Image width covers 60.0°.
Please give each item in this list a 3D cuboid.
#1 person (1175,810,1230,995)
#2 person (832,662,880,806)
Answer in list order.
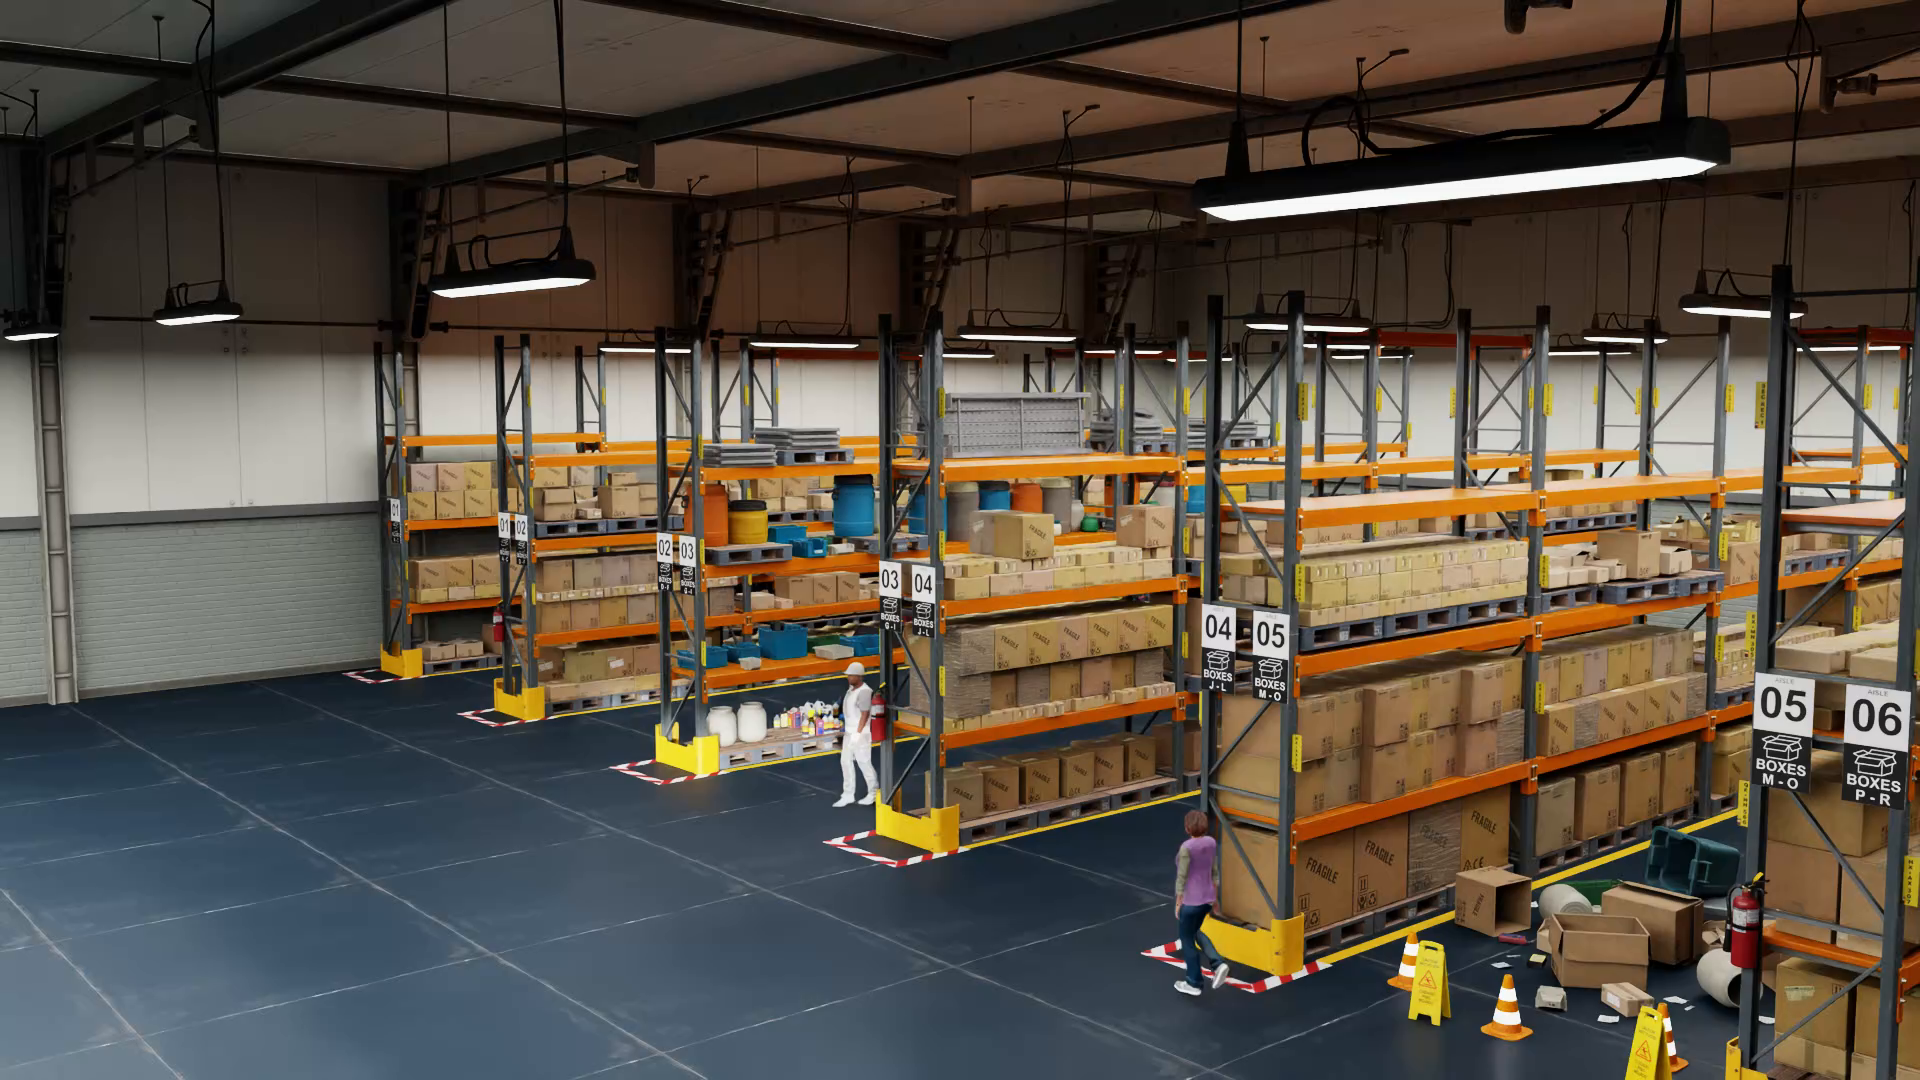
[{"bbox_3d":[2.020,3.071,14.090,0.427,1.588,0.443,-5,7,-44],"label":"person"},{"bbox_3d":[-1.296,2.416,20.606,0.585,1.822,0.628,-2,6,-22],"label":"person"}]
